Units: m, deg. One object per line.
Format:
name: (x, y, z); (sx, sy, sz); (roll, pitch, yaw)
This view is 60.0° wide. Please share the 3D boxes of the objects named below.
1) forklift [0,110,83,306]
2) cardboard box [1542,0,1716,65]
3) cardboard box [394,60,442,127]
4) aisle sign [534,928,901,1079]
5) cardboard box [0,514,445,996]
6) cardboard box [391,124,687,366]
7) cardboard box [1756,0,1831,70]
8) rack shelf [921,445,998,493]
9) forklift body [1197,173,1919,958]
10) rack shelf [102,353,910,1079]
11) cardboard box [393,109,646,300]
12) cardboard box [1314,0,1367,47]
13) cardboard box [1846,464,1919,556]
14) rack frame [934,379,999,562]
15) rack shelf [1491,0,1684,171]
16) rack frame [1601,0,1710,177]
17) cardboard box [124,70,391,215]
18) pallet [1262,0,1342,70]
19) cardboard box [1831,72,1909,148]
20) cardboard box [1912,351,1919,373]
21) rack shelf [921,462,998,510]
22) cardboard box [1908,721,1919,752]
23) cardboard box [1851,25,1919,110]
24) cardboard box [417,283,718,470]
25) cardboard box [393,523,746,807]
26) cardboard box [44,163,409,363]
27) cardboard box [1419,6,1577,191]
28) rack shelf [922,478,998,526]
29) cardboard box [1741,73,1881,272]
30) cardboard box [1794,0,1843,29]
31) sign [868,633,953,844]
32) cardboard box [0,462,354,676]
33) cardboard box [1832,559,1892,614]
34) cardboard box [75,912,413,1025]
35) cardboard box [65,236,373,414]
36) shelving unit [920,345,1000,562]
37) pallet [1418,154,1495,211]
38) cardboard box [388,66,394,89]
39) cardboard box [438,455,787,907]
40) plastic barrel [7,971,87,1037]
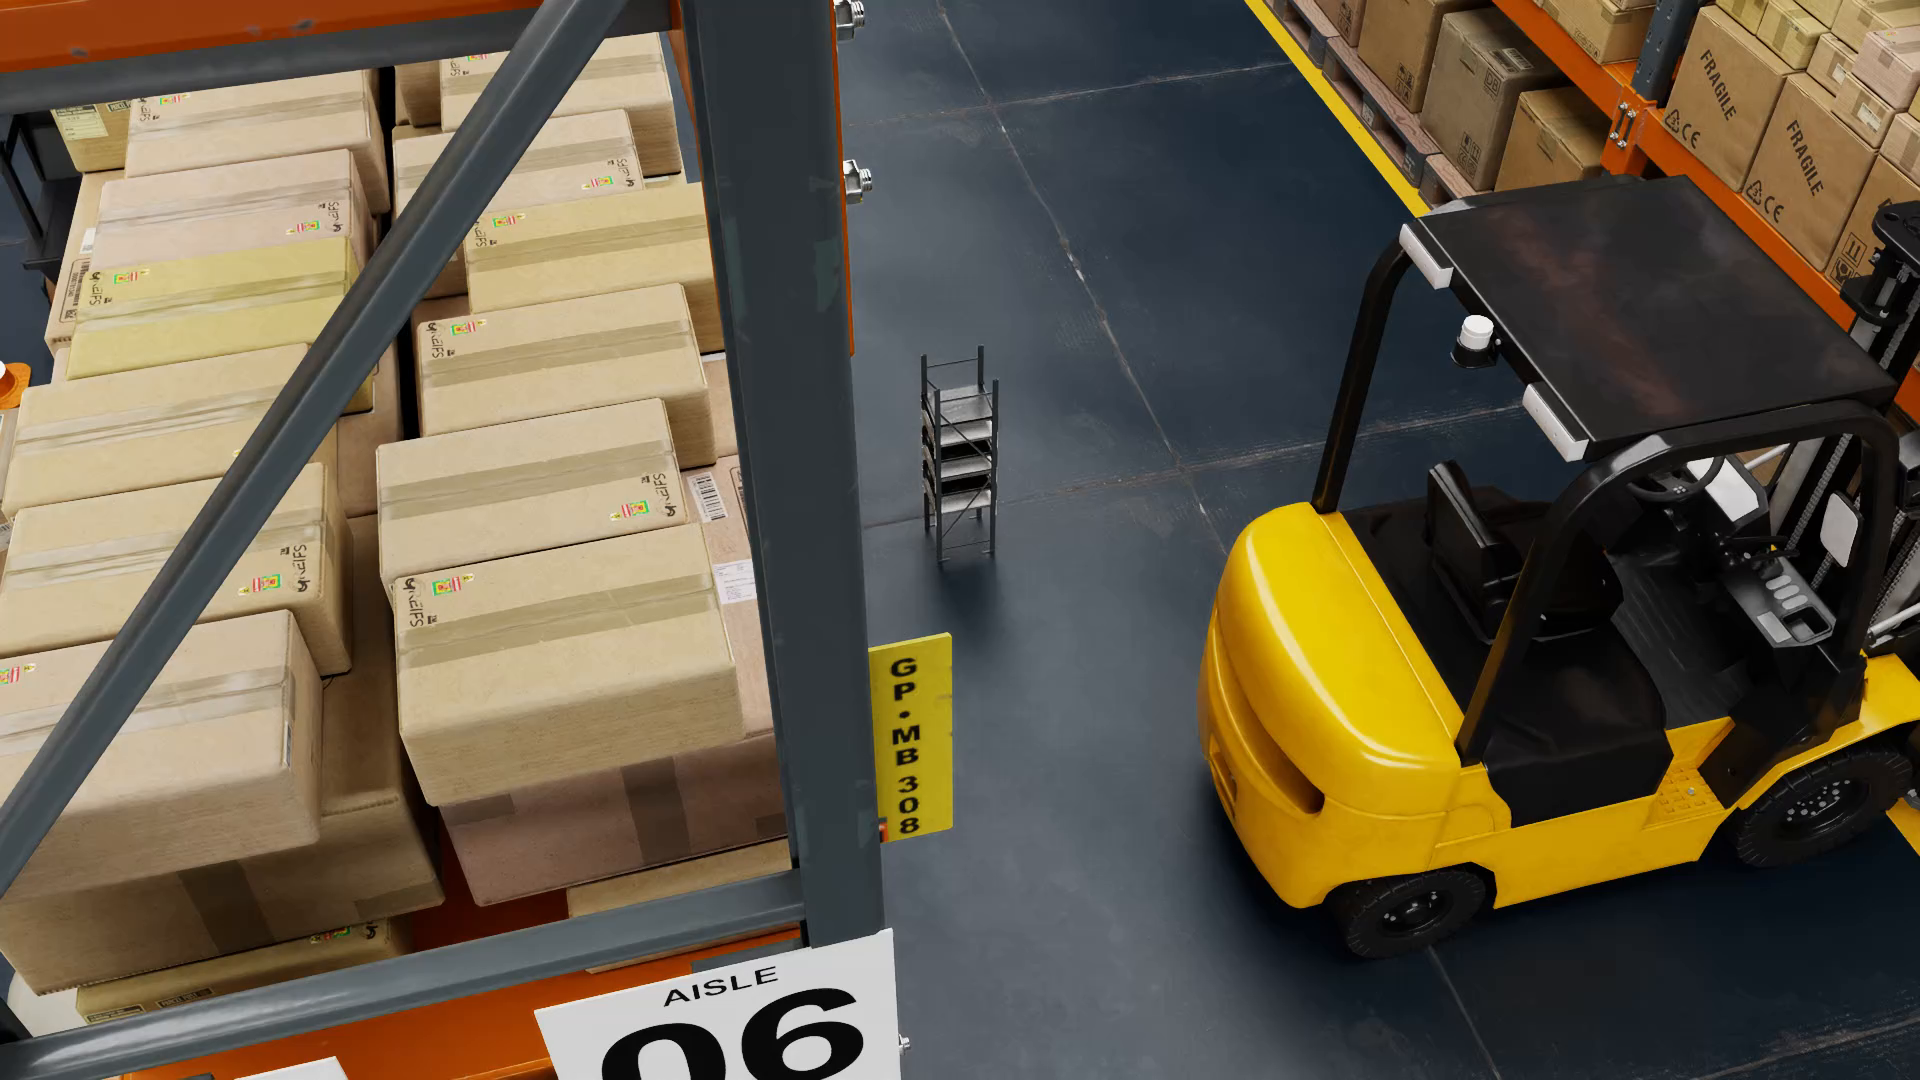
forklift: (-3.805, -2.437, 7.086); (1.130, 2.935, 3.031); (-10, 46, -10)
cardboard box: (2.810, -2.250, 6.960); (0.500, 0.250, 0.500); (-10, 46, -9)
cardboard box: (-0.835, -0.911, 3.060); (0.380, 0.149, 0.250); (-10, 46, -9)
aisle sign: (-0.266, 0.746, 2.099); (0.394, 0.787, 0.004); (-11, 47, -10)
cardboard box: (-0.973, 0.264, 2.188); (0.500, 0.250, 0.500); (-11, 47, -11)
cardboard box: (-0.728, -0.530, 2.965); (0.500, 0.250, 0.500); (-9, 46, -9)
cardboard box: (3.087, -1.818, 5.907); (0.380, 0.149, 0.250); (-10, 46, -9)
rack shelf: (-0.002, -0.297, 6.458); (0.258, 0.077, 0.200); (-11, 47, -10)
forklift body: (1.967, 0.081, 5.165); (2.313, 2.155, 1.214); (-11, 47, -10)
rack shelf: (-1.093, -0.510, 3.553); (1.077, 0.370, 4.000); (-11, 47, -10)
cardboard box: (-0.708, -0.550, 2.706); (0.380, 0.149, 0.250); (-11, 47, -11)
cardboard box: (2.489, -3.197, 9.152); (0.875, 0.625, 0.625); (-9, 46, -9)
cardboard box: (3.399, -0.085, 5.665); (0.500, 0.250, 0.500); (-12, 47, -11)
rack frame: (0.024, -0.250, 6.365); (0.240, 0.900, 0.006); (-11, 47, -10)
rack shelf: (2.680, -3.131, 8.222); (1.077, 0.370, 4.000); (-11, 47, -10)
rack frame: (3.192, -2.002, 6.612); (1.000, 3.000, 0.127); (-11, 47, -10)
cardboard box: (-1.178, -0.649, 2.803); (0.380, 0.149, 0.250); (-12, 47, -11)
pallet: (2.341, -3.212, 9.750); (1.003, 0.211, 1.213); (-11, 47, -10)
cardboard box: (3.172, -1.459, 5.555); (0.380, 0.149, 0.250); (-10, 46, -9)
cardboard box: (3.441, -0.626, 5.193); (0.500, 0.500, 0.500); (-10, 46, -10)
rack shelf: (-0.002, -0.234, 6.522); (0.258, 0.077, 0.200); (-11, 47, -10)
cardboard box: (3.553, 0.616, 5.677); (0.500, 0.250, 0.500); (-10, 46, -10)
cardboard box: (3.182, -1.559, 5.445); (0.380, 0.149, 0.250); (-10, 46, -9)
cardboard box: (-0.560, -0.209, 2.372); (0.380, 0.149, 0.250); (-11, 47, -10)
cardboard box: (-0.475, 0.146, 2.024); (0.380, 0.149, 0.250); (-11, 47, -11)
cardboard box: (-1.238, -0.441, 2.878); (0.500, 0.250, 0.500); (-10, 46, -9)
cardboard box: (2.856, -2.214, 8.188); (0.875, 0.625, 0.625); (-11, 47, -11)
rack shelf: (-0.002, -0.171, 6.586); (0.258, 0.077, 0.200); (-11, 47, -10)
cardboard box: (3.202, -1.327, 5.880); (0.500, 0.500, 0.500); (-10, 46, -10)
cardboard box: (3.158, -1.933, 5.812); (0.380, 0.149, 0.250); (-10, 46, -10)
sign: (-0.057, 0.214, 1.728); (0.100, 0.325, 0.005); (-11, 47, -10)
cardboard box: (-0.982, 0.064, 2.105); (0.380, 0.149, 0.250); (-10, 46, -10)
cardboard box: (3.394, 0.074, 5.858); (0.500, 0.250, 0.500); (-11, 47, -10)
cardboard box: (-0.943, 0.512, 2.223); (0.380, 0.149, 0.250); (-11, 47, -10)
cardboard box: (-1.081, -0.294, 2.455); (0.380, 0.149, 0.250); (-10, 46, -10)
shelving unit: (-0.002, -0.321, 6.434); (0.258, 0.900, 0.210); (-11, 47, -10)
pallet: (2.966, -1.528, 8.100); (1.003, 0.211, 1.213); (-11, 47, -10)
cardboard box: (-1.501, -1.137, 3.561); (0.500, 0.250, 0.500); (-10, 46, -10)
cardboard box: (-0.453, 0.172, 2.278); (0.500, 0.250, 0.500); (-11, 47, -11)
plastic barrel: (-2.574, 1.422, 5.060); (0.512, 0.421, 0.421); (19, 48, 17)
